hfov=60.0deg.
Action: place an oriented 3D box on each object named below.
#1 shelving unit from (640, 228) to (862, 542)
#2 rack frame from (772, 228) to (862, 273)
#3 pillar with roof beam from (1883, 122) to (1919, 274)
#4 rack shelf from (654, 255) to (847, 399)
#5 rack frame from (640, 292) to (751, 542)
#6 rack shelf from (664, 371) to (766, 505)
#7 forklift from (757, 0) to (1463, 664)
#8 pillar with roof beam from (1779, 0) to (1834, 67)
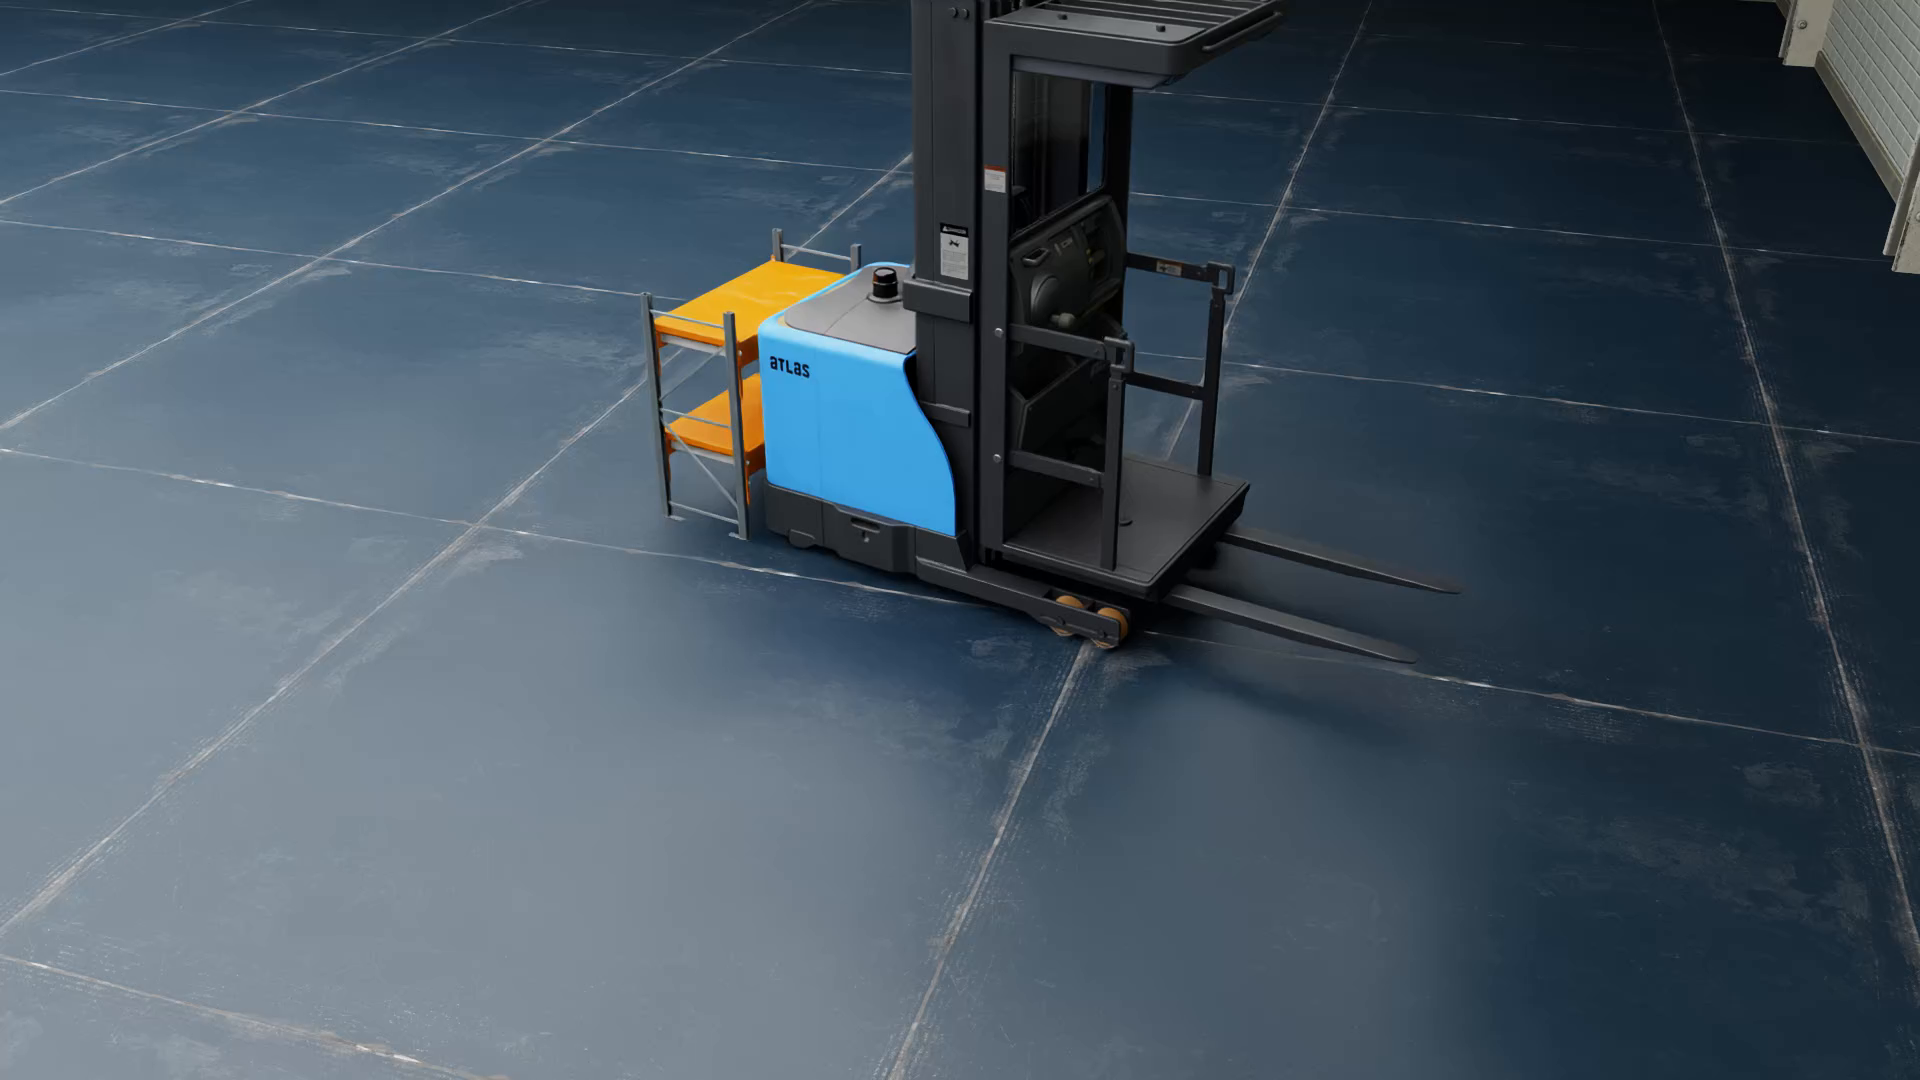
[{"bbox_3d":[-0.951,-0.765,7.969,0.538,1.125,1.048,15,33,26],"label":"shelving unit"},{"bbox_3d":[-0.700,-0.980,8.355,0.500,1.125,0.032,15,33,26],"label":"rack frame"},{"bbox_3d":[2.218,-6.380,9.963,9.100,9.000,0.400,8,30,15],"label":"pillar with roof beam"},{"bbox_3d":[-0.951,-1.021,7.827,0.538,0.278,1.000,15,33,26],"label":"rack shelf"},{"bbox_3d":[-1.202,-0.550,7.582,0.500,1.125,0.032,15,33,26],"label":"rack frame"},{"bbox_3d":[-0.951,-0.552,8.088,0.538,0.278,1.000,15,33,26],"label":"rack shelf"},{"bbox_3d":[0.628,-1.124,6.756,3.031,2.935,1.130,16,33,26],"label":"forklift"},{"bbox_3d":[3.979,-9.169,14.975,9.100,9.000,0.400,8,30,15],"label":"pillar with roof beam"}]
